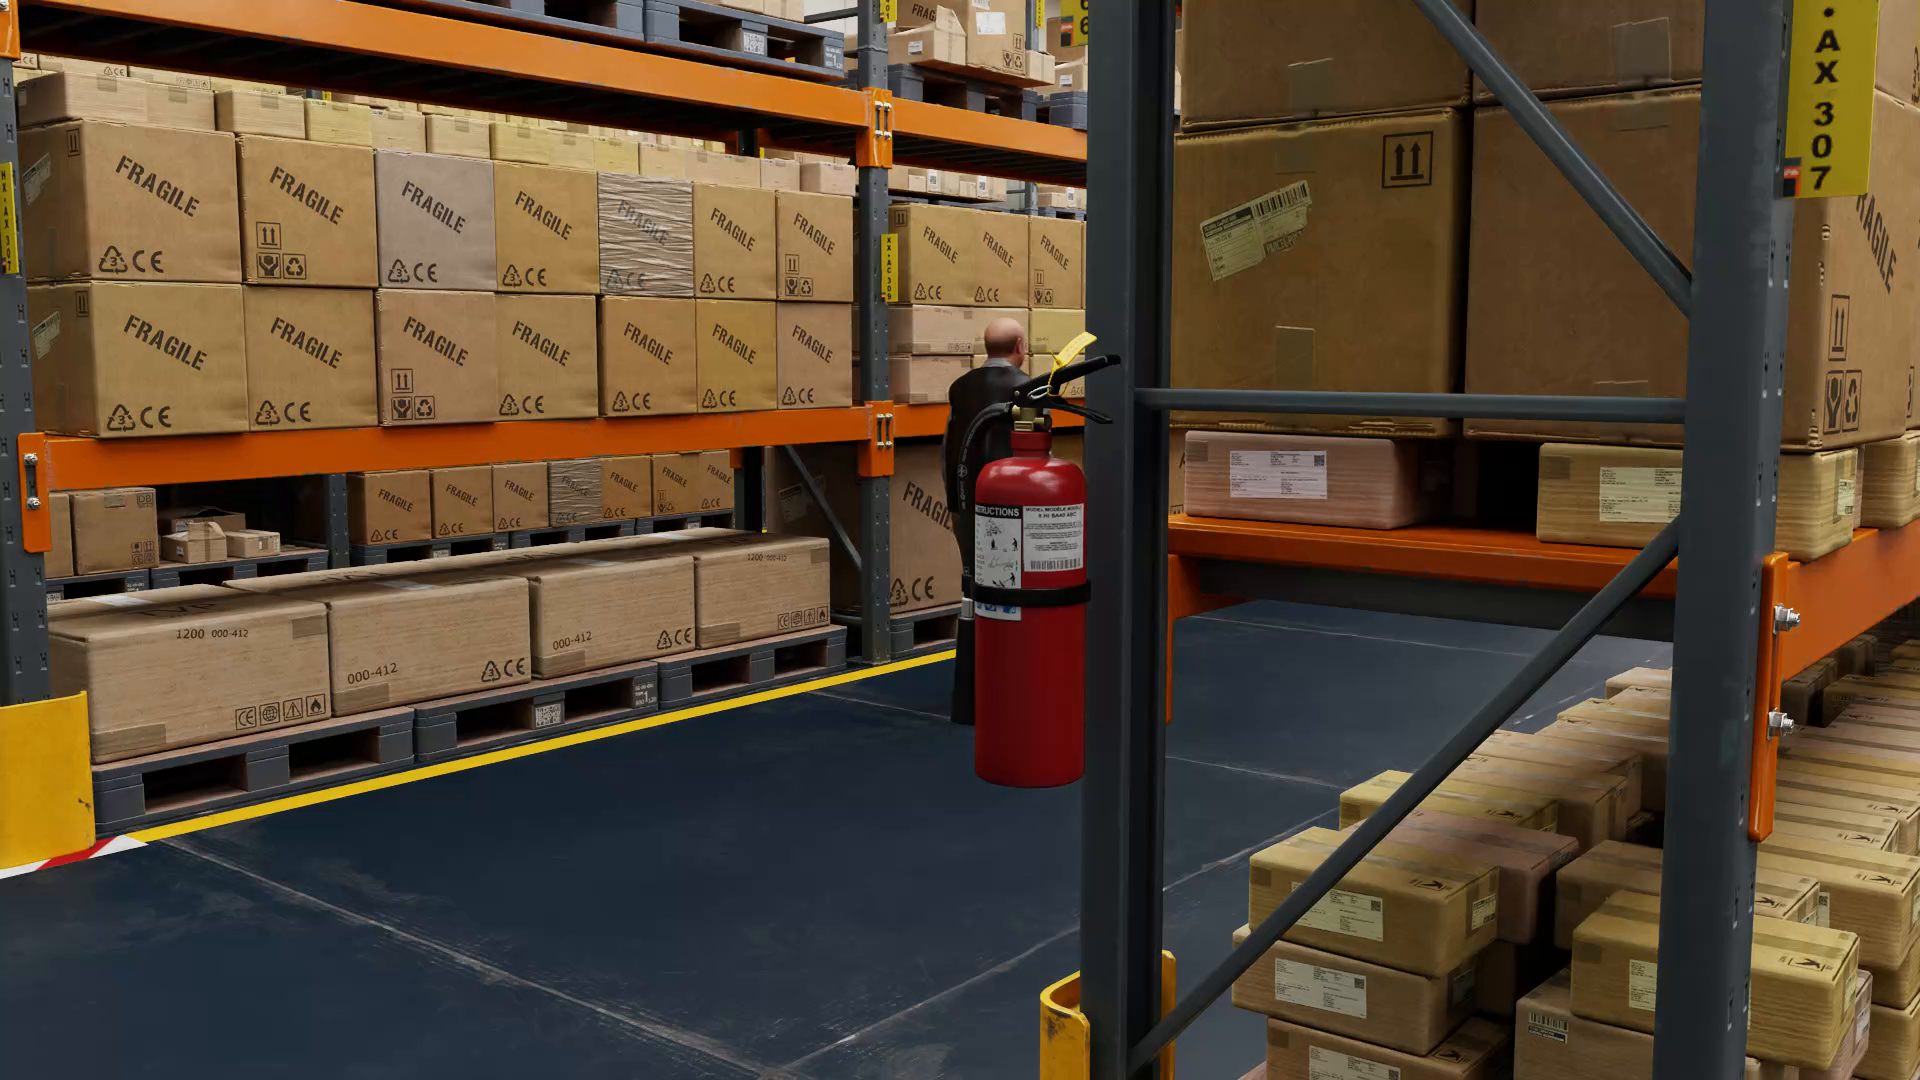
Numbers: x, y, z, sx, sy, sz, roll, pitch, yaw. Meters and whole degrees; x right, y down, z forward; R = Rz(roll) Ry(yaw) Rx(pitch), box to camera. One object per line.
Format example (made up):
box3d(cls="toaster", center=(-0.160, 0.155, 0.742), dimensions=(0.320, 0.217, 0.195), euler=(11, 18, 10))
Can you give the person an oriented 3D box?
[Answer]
box3d(cls="person", center=(0.167, -0.123, 7.389), dimensions=(0.589, 1.721, 0.414), euler=(5, 8, 37))
